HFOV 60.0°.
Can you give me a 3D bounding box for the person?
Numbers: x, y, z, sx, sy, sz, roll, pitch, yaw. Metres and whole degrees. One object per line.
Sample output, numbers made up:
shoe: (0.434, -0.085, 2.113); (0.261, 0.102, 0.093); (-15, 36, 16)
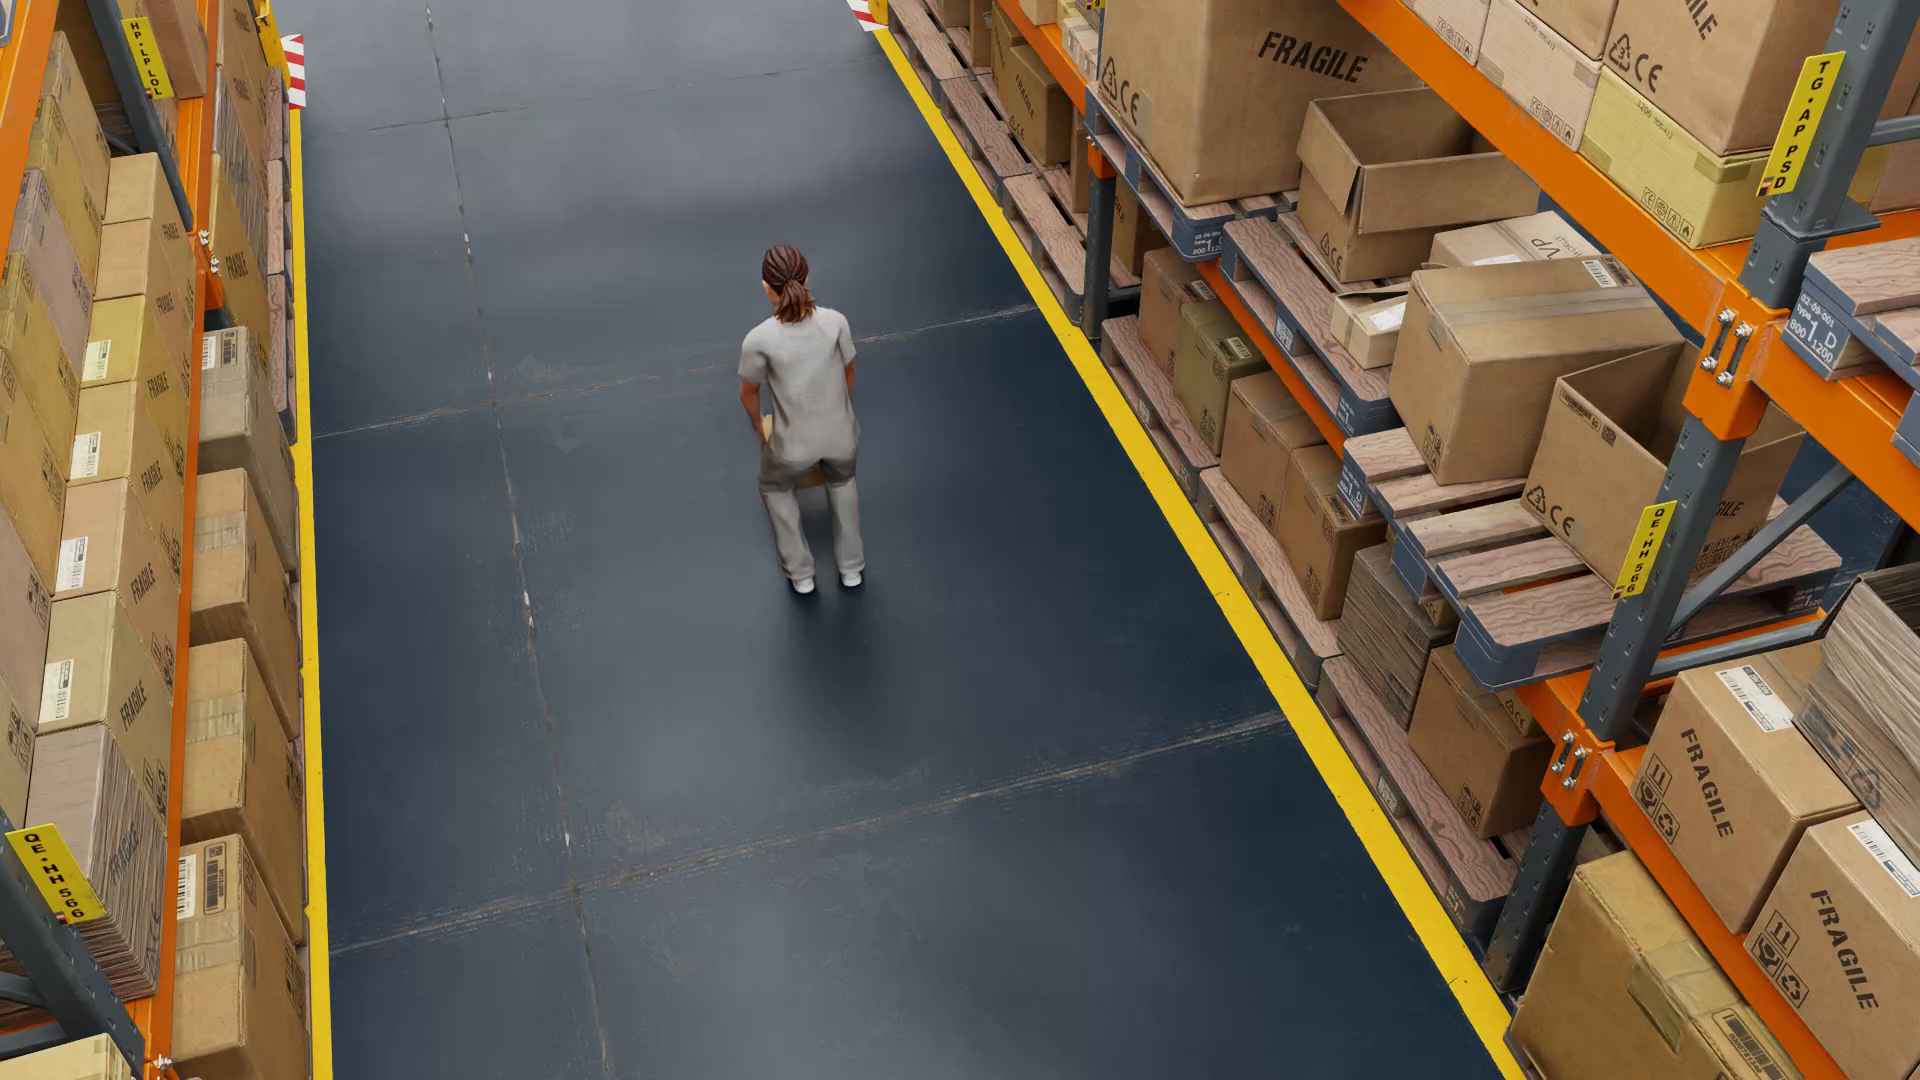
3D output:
person: (-0.637, -0.450, 6.737); (0.475, 1.573, 0.464); (-11, 44, -12)
